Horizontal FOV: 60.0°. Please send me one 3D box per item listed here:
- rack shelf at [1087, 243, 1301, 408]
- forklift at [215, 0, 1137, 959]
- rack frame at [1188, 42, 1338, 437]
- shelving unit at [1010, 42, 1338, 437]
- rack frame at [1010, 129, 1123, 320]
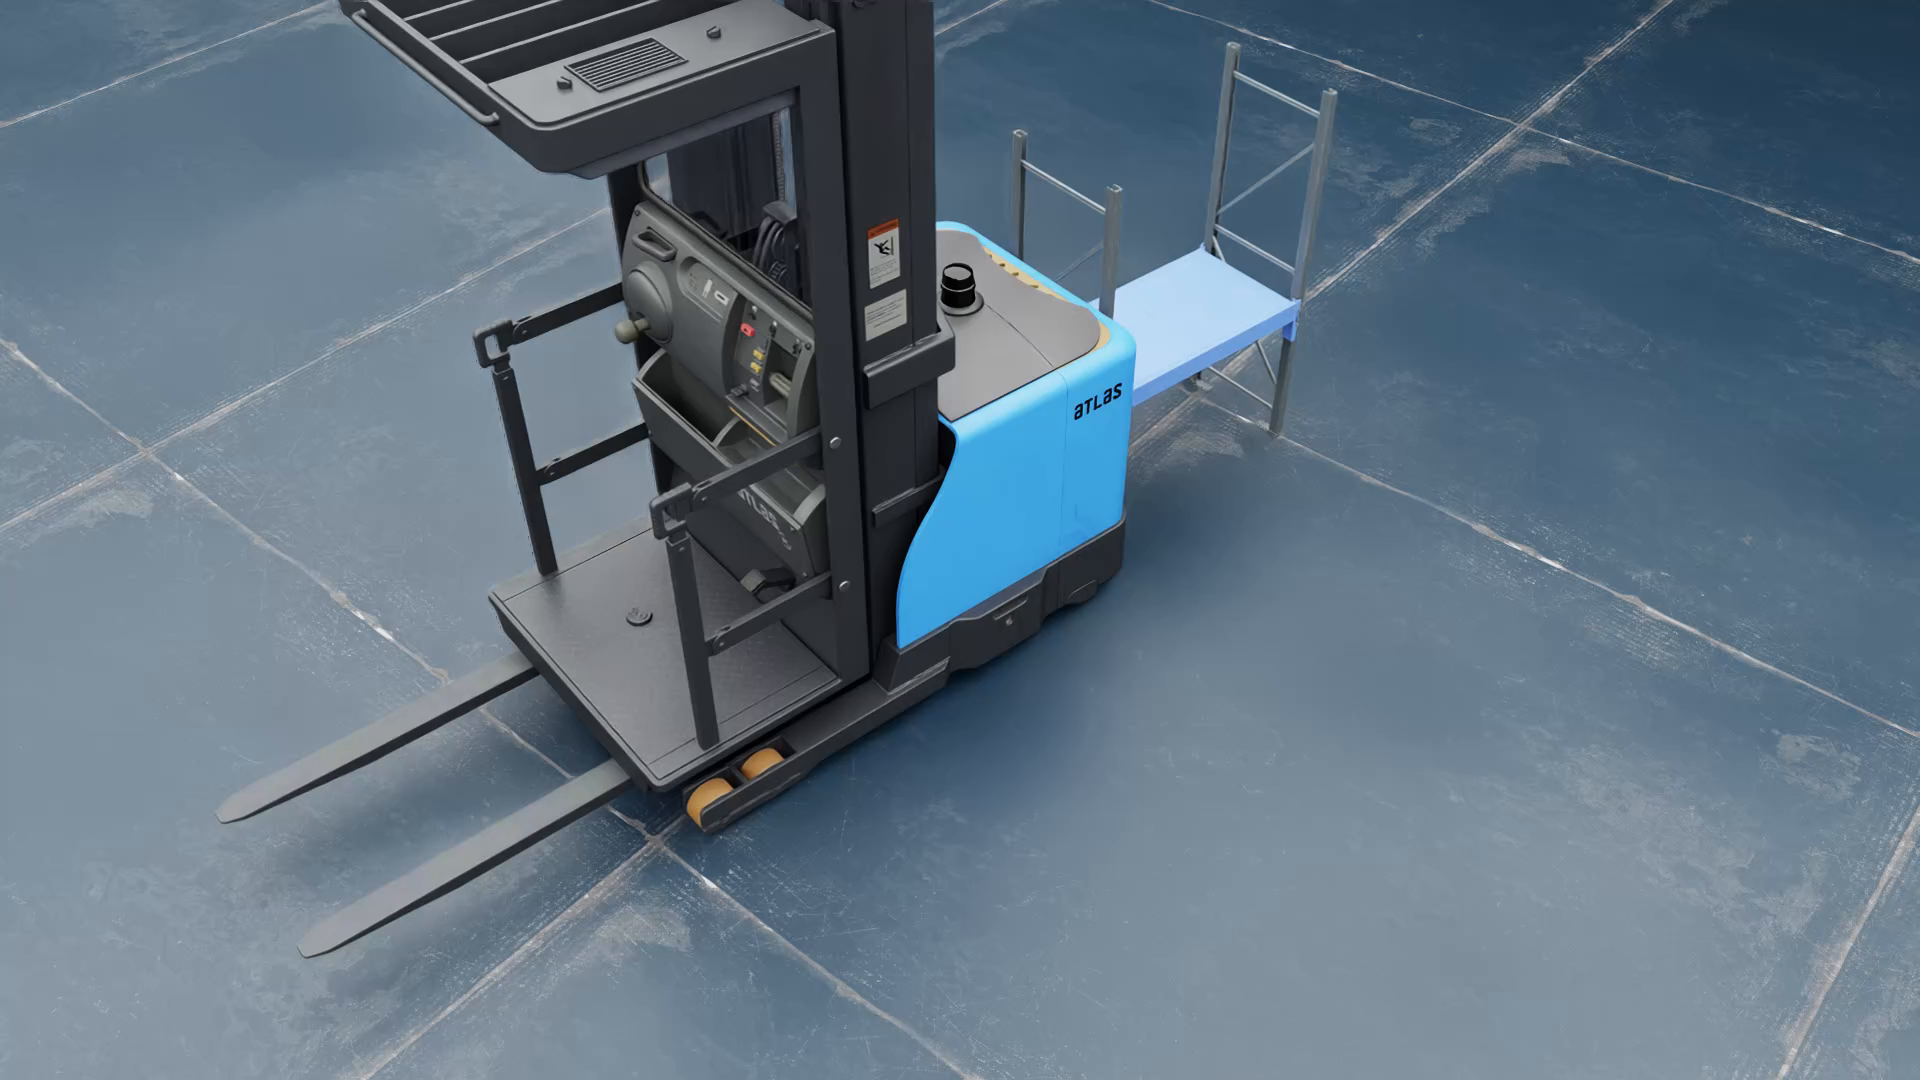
[{"bbox_3d":[0.736,-0.756,6.234,1.000,0.185,0.538,-29,50,-28],"label":"rack shelf"},{"bbox_3d":[-0.869,-0.572,4.700,3.031,2.935,1.130,-29,50,-28],"label":"forklift"},{"bbox_3d":[1.129,-1.106,6.352,0.032,1.500,0.500,-29,50,-28],"label":"rack frame"},{"bbox_3d":[0.736,-0.889,6.113,1.048,1.500,0.538,-29,50,-28],"label":"shelving unit"},{"bbox_3d":[0.343,-0.673,5.875,0.032,1.500,0.500,-29,50,-28],"label":"rack frame"}]
